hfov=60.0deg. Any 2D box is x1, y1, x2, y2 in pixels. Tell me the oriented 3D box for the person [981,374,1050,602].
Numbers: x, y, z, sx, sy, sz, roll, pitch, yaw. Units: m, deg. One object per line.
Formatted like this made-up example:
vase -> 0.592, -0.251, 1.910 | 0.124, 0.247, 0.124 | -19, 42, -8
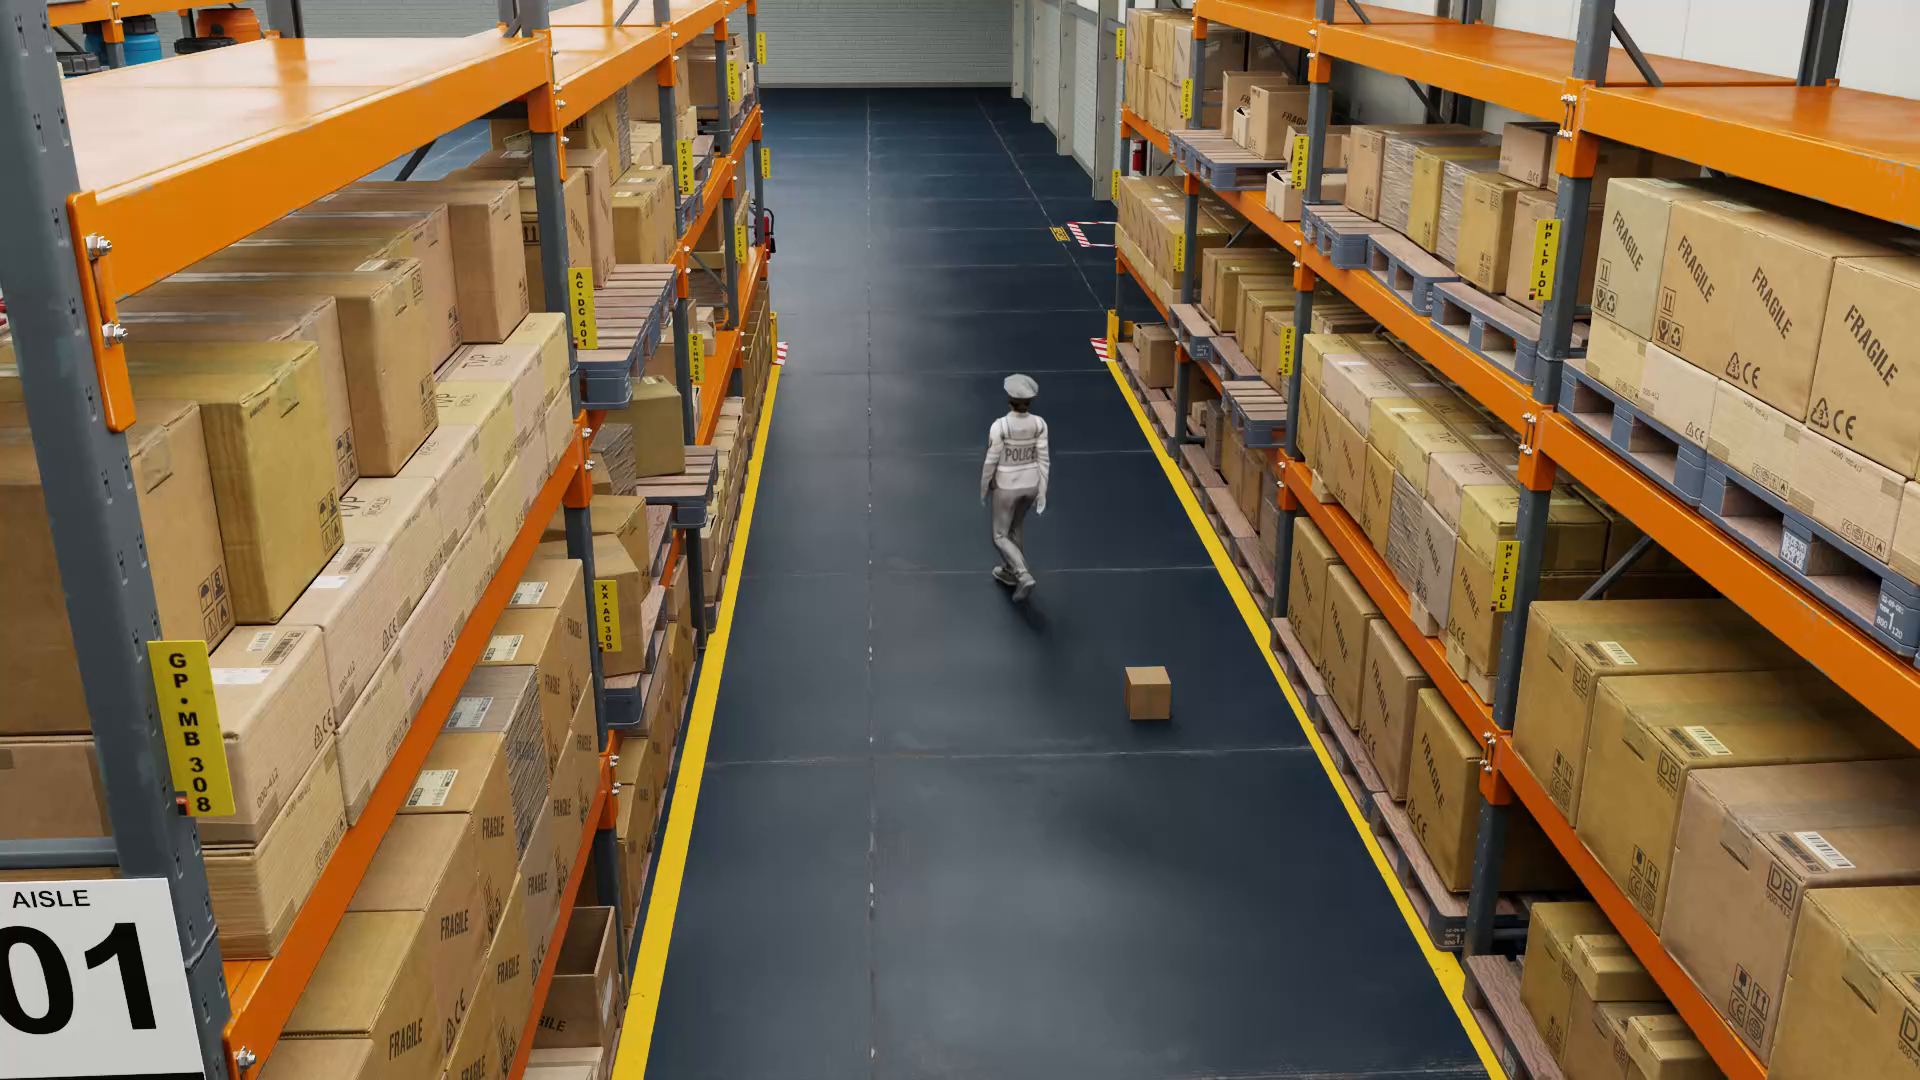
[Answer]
person -> 0.411, -0.376, 11.998 | 0.476, 1.651, 0.855 | -10, 23, -24
